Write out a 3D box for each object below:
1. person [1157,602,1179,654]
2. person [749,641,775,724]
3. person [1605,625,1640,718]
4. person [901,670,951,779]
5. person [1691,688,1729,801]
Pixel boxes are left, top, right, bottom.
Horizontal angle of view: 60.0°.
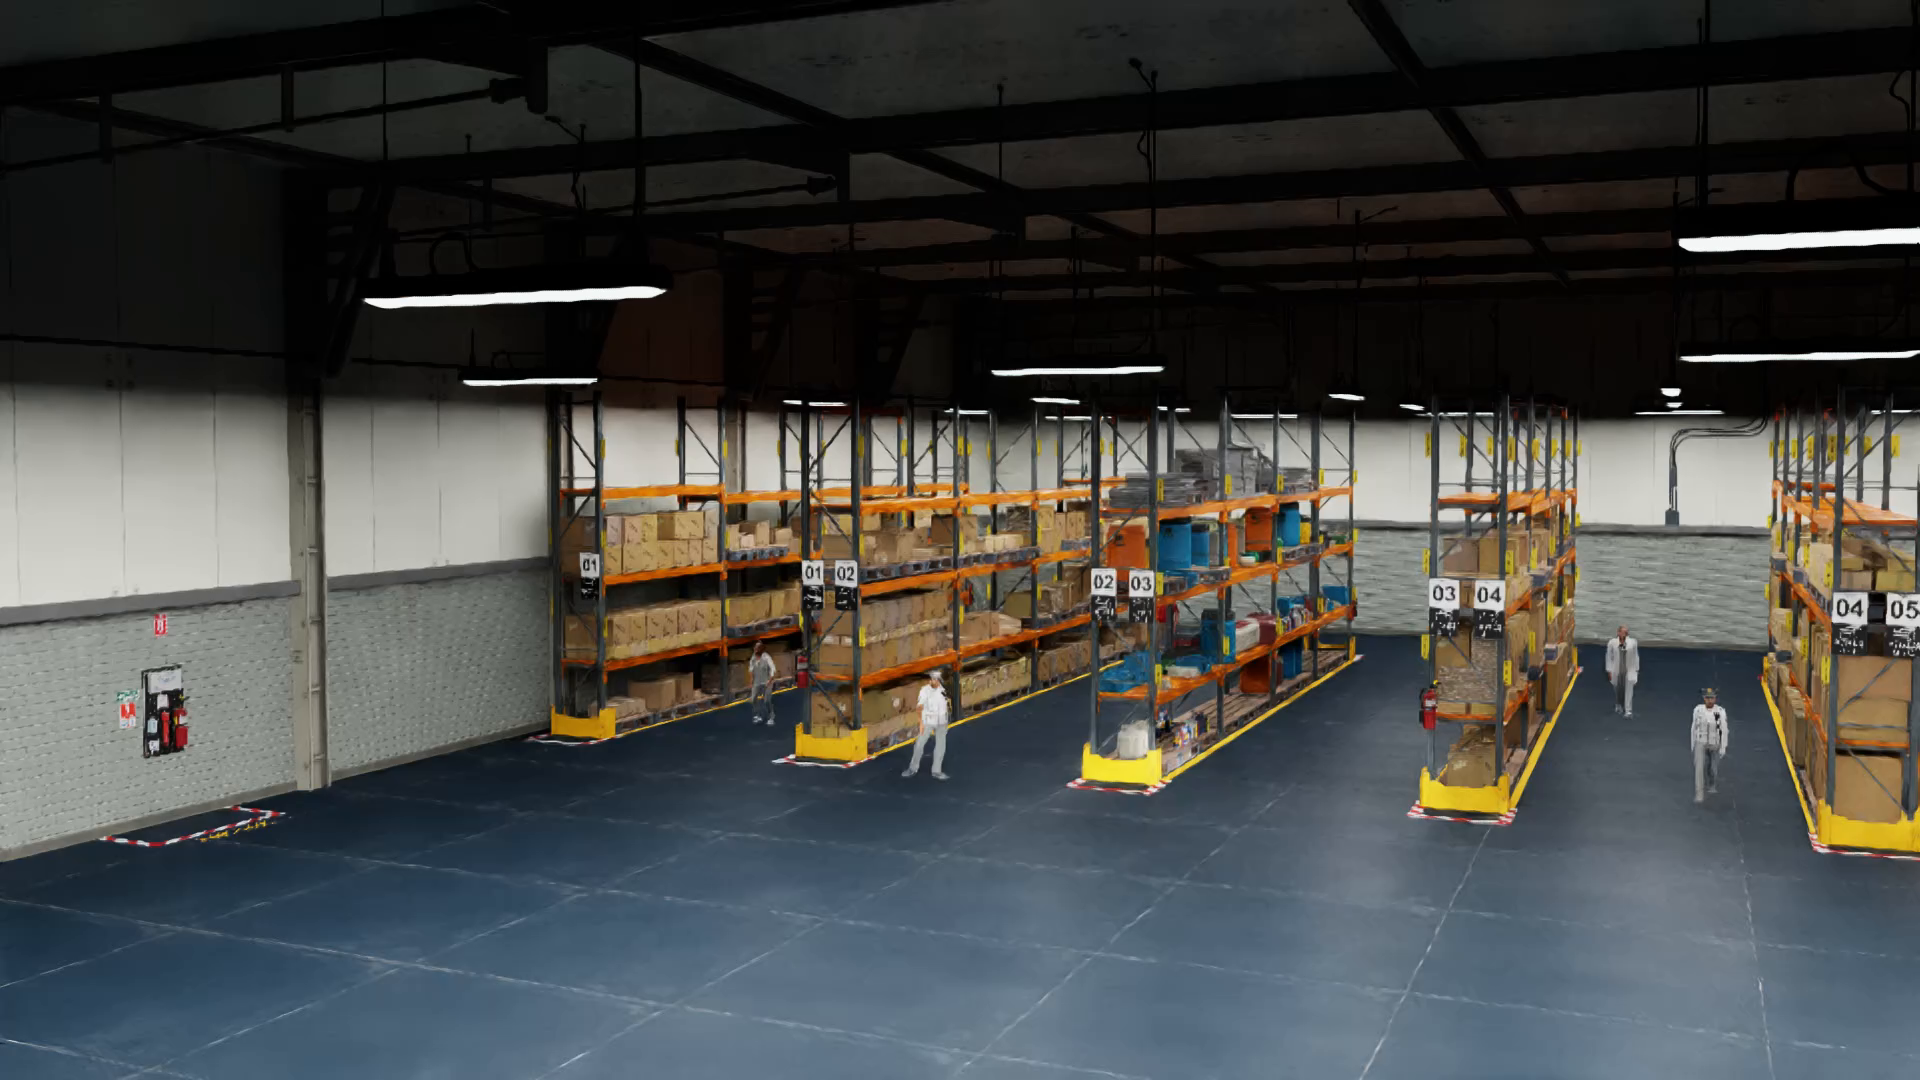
[{"bbox_3d":[4.817,2.009,39.122,0.682,1.676,0.535,1,3,21],"label":"person"},{"bbox_3d":[-3.578,2.574,30.110,0.563,1.541,0.516,1,3,21],"label":"person"},{"bbox_3d":[12.350,2.421,31.010,0.598,1.698,1.194,2,4,26],"label":"person"},{"bbox_3d":[-0.518,2.788,25.228,0.713,1.658,0.506,-1,3,-22],"label":"person"},{"bbox_3d":[10.660,2.880,23.649,0.490,1.592,1.086,1,3,23],"label":"person"}]
